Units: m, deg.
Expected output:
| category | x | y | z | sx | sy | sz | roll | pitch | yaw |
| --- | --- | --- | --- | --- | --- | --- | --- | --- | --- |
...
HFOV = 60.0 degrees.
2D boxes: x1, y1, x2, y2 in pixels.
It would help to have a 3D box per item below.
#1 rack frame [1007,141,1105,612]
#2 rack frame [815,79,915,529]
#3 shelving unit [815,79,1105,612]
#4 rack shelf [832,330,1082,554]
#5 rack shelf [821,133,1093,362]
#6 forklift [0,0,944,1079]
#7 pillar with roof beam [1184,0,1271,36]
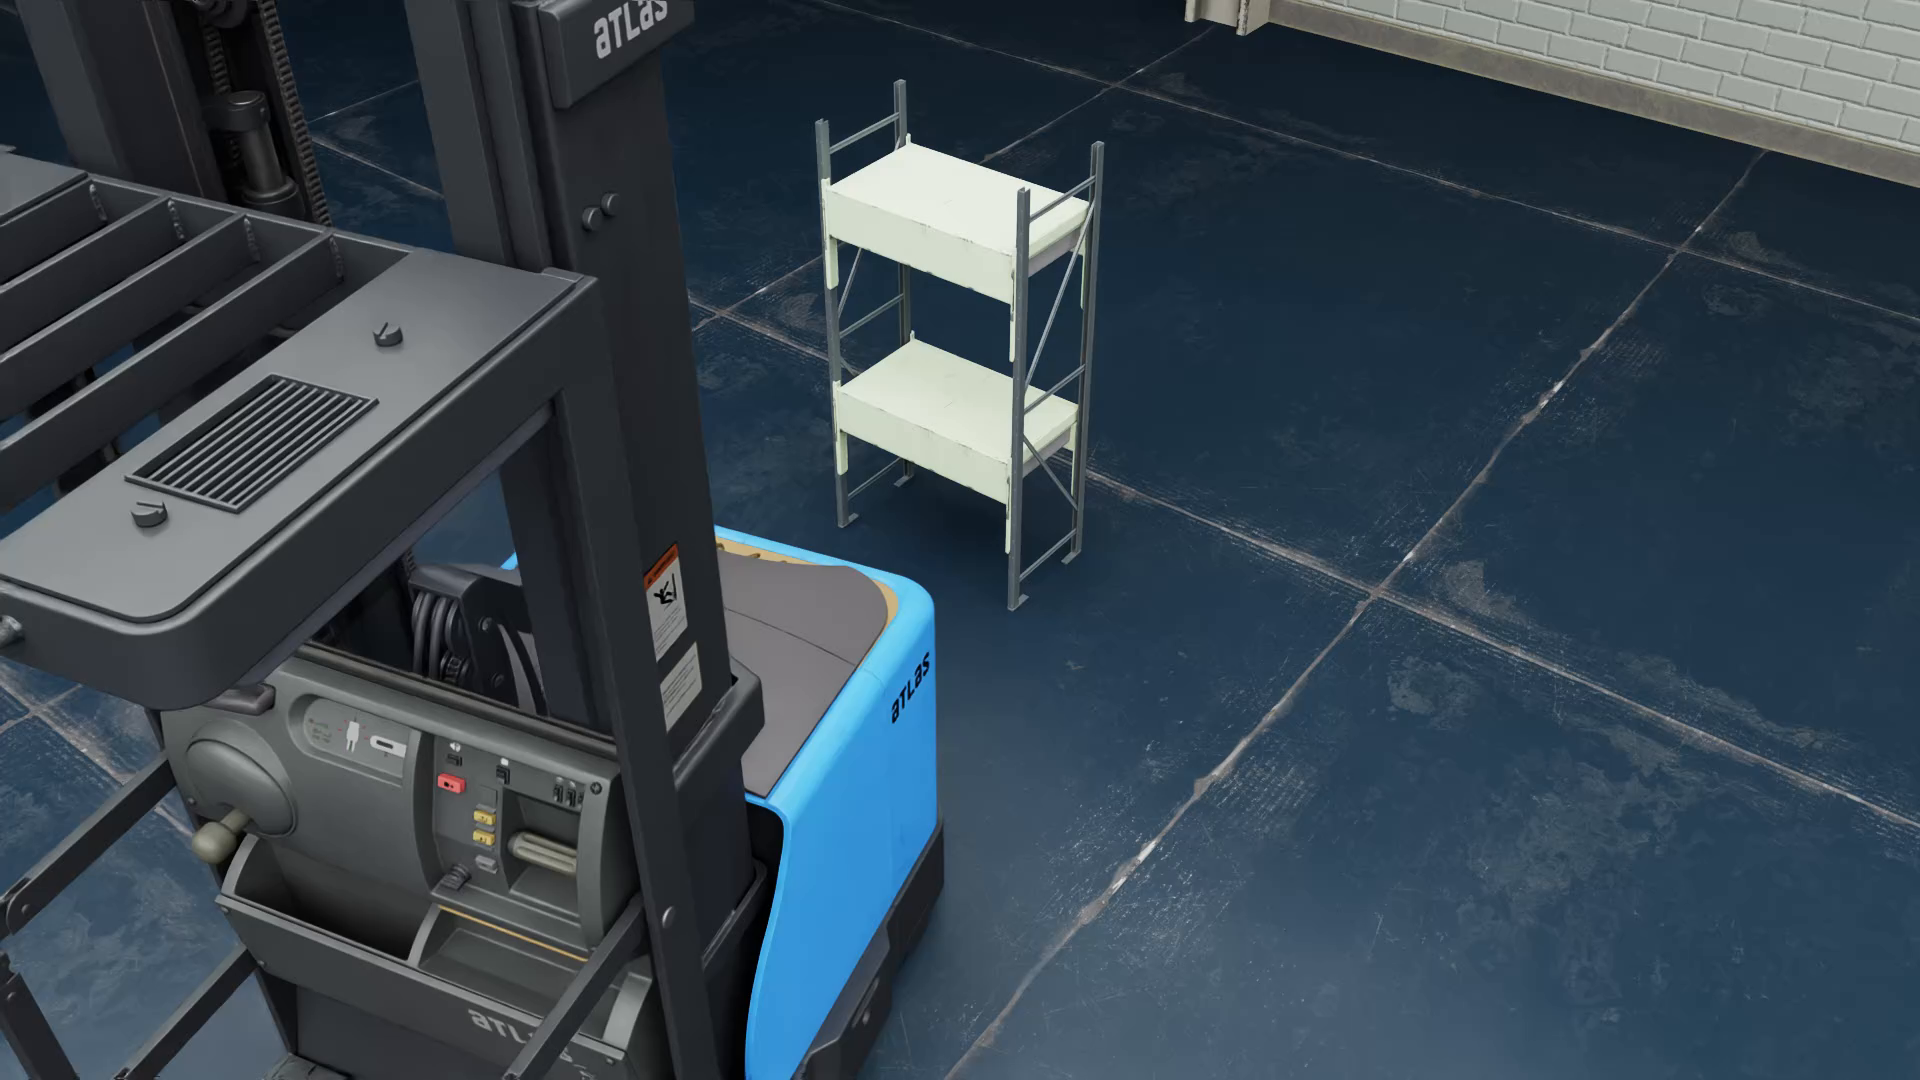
| category | x | y | z | sx | sy | sz | roll | pitch | yaw |
| --- | --- | --- | --- | --- | --- | --- | --- | --- | --- |
| rack frame | 0.285 | -0.456 | 5.116 | 0.023 | 1.500 | 0.400 | 25 | 45 | 29 |
| rack frame | -0.296 | -0.730 | 5.466 | 0.023 | 1.500 | 0.400 | 25 | 45 | 29 |
| shelving unit | -0.005 | -0.593 | 5.291 | 0.755 | 1.500 | 0.431 | 25 | 45 | 29 |
| rack shelf | -0.005 | -0.336 | 5.492 | 0.720 | 0.370 | 0.431 | 25 | 45 | 29 |
| rack shelf | -0.005 | -0.900 | 5.050 | 0.720 | 0.370 | 0.431 | 25 | 45 | 29 |
| forklift | -1.084 | 0.513 | 2.717 | 1.130 | 2.935 | 3.031 | 15 | 40 | 18 |
| pillar with roof beam | -1.075 | -4.429 | 4.108 | 0.400 | 9.000 | 9.100 | 25 | 45 | 29 |
